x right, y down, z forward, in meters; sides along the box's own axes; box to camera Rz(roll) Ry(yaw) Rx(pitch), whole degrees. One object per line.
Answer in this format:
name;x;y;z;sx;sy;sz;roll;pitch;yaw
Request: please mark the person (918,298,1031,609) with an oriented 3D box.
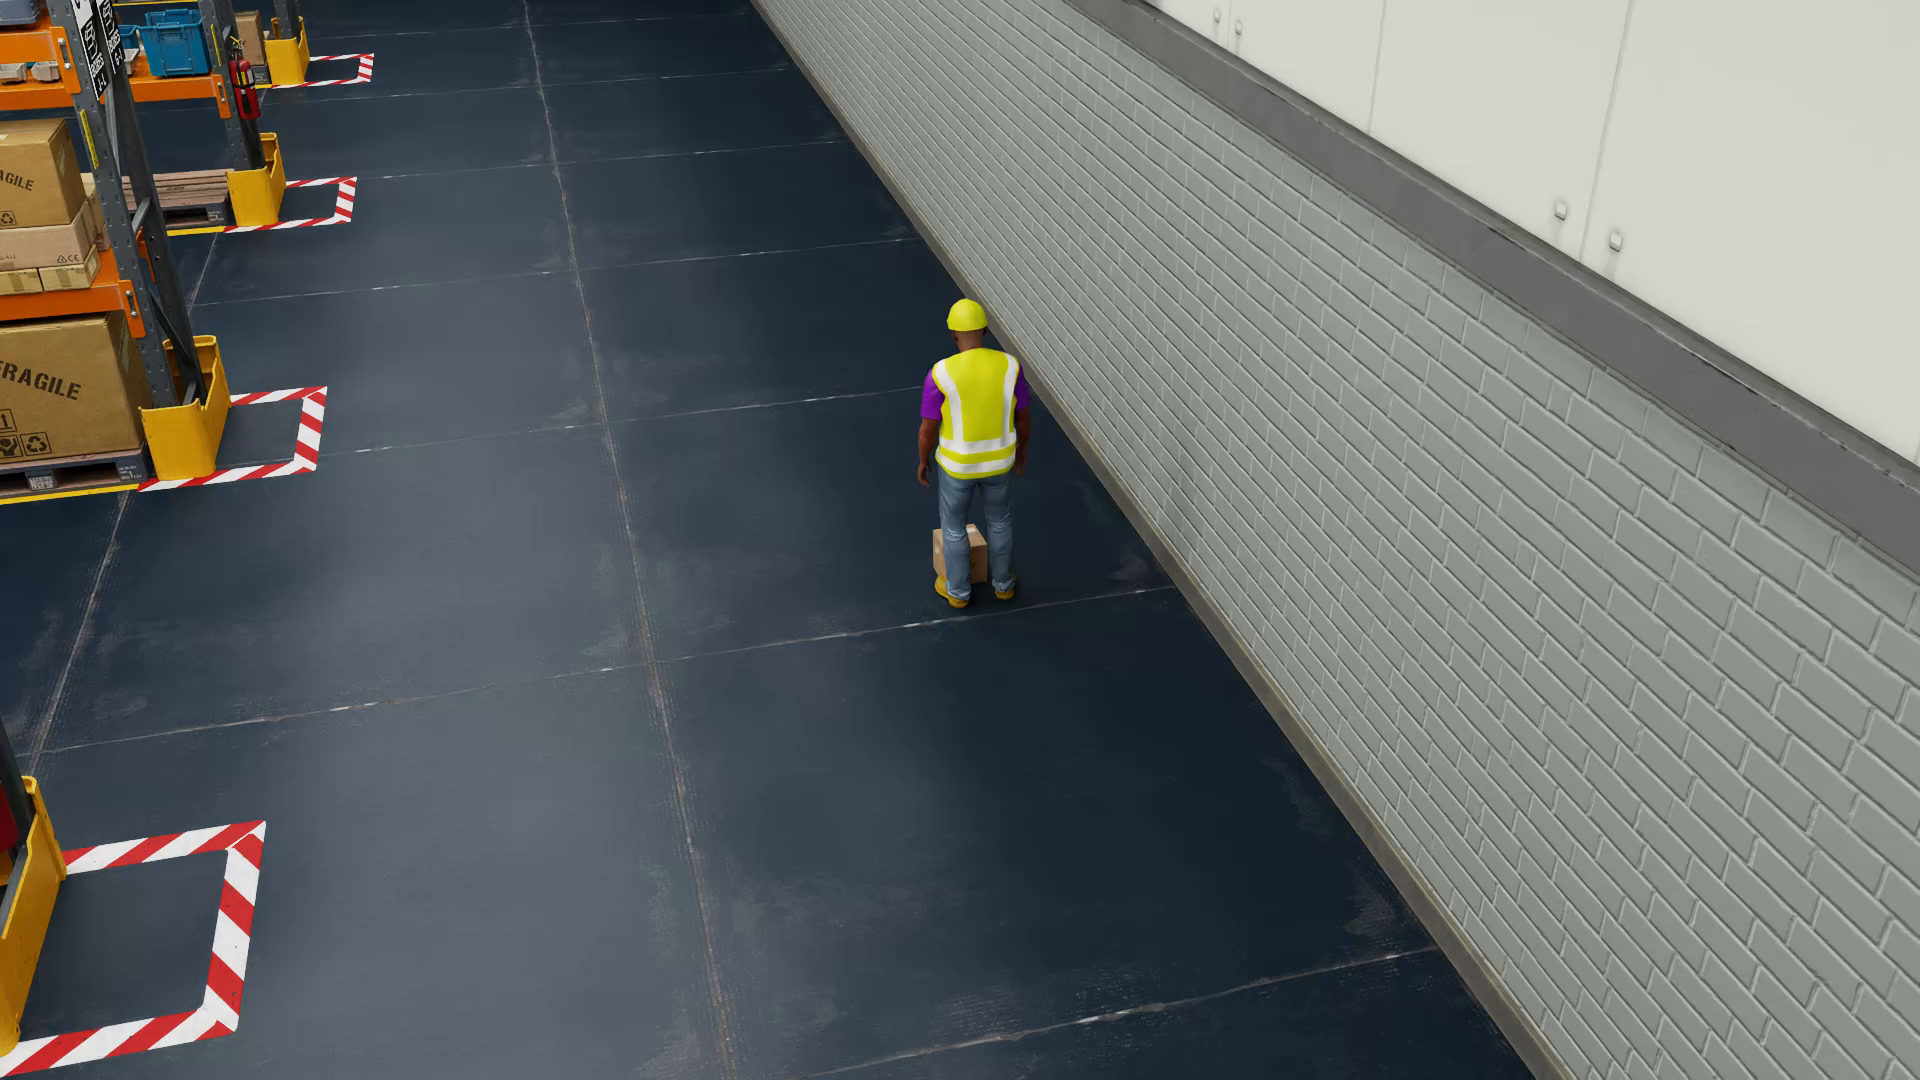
person;0.075;-0.455;9.007;0.627;1.760;0.456;-8;31;-13
